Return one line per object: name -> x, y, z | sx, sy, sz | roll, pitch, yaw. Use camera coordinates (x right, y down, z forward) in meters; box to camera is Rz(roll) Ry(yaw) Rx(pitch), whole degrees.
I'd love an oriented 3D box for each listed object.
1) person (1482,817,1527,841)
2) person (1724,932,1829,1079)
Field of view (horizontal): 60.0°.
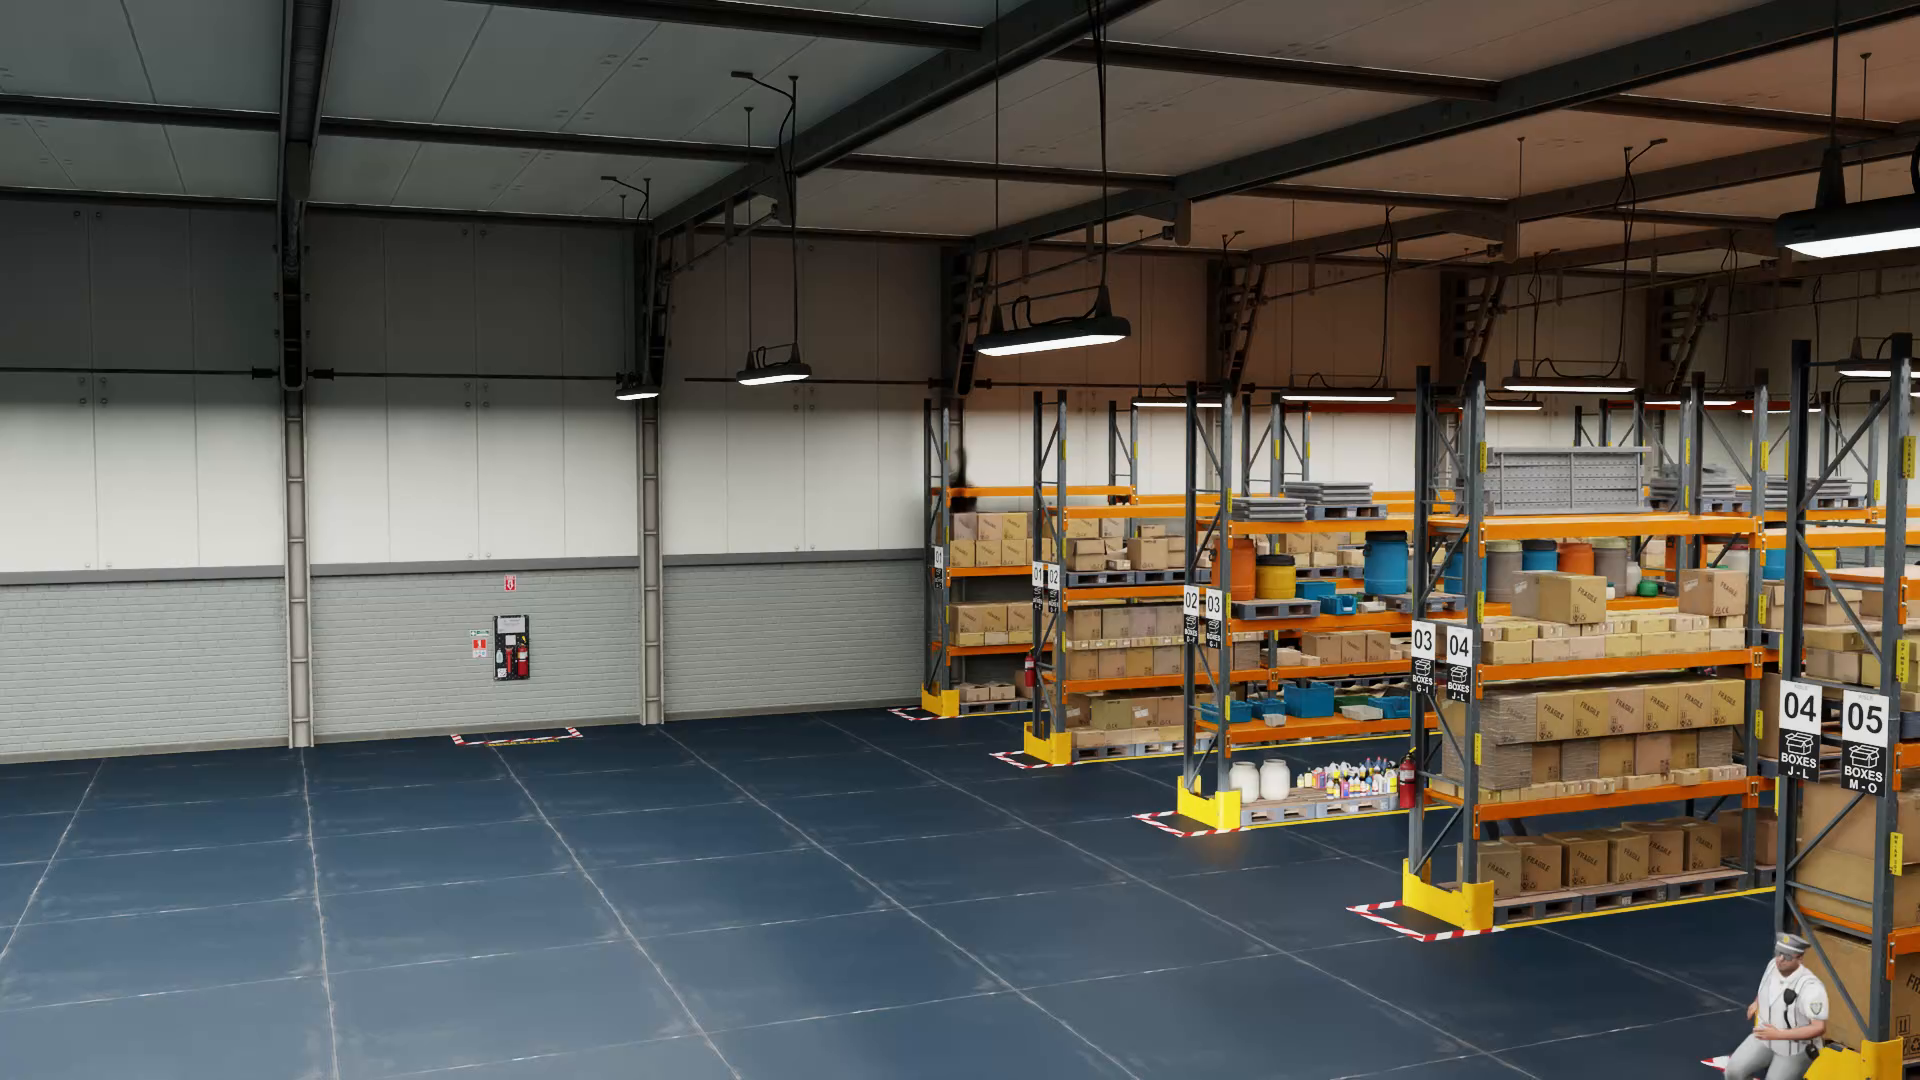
person -> 6.745, 3.141, 20.507 | 0.730, 1.690, 0.554 | -2, 4, -26
person -> 5.892, 3.641, 12.042 | 0.705, 1.679, 0.850 | -2, 4, -29
